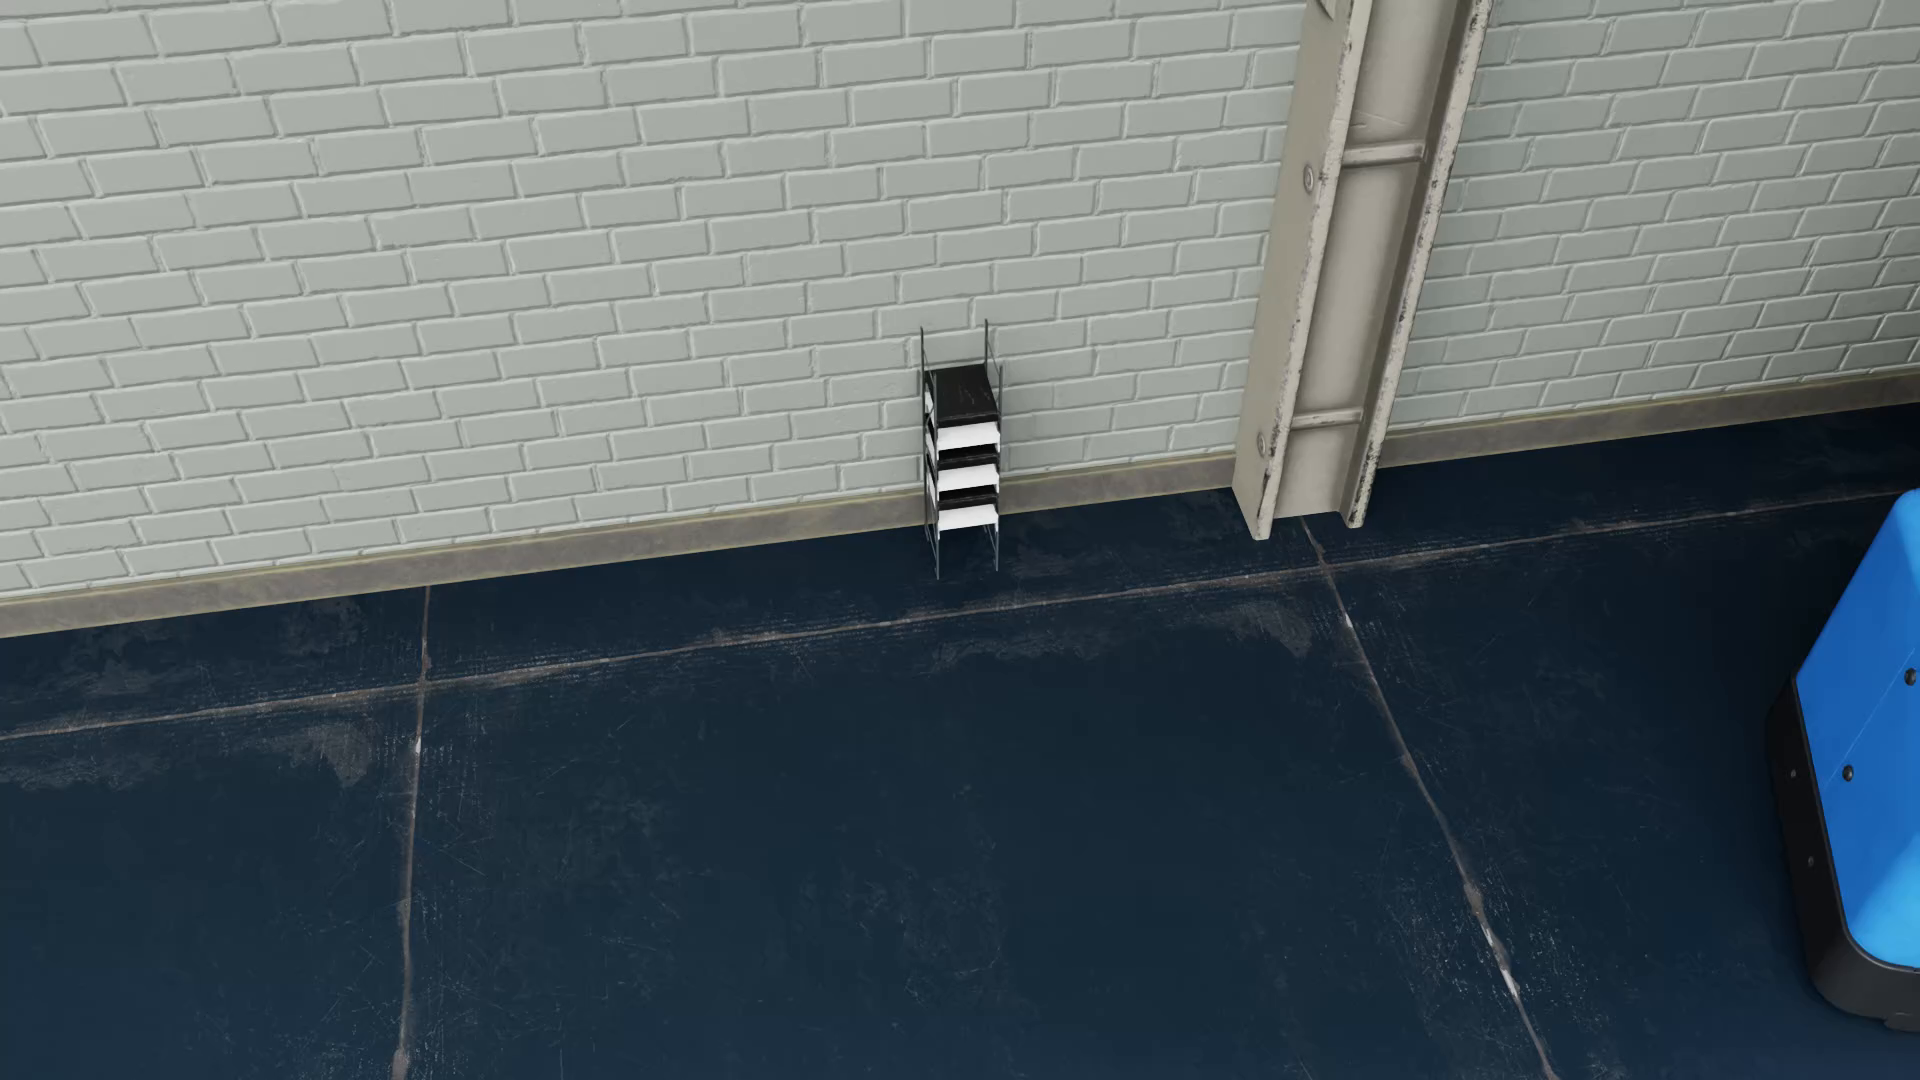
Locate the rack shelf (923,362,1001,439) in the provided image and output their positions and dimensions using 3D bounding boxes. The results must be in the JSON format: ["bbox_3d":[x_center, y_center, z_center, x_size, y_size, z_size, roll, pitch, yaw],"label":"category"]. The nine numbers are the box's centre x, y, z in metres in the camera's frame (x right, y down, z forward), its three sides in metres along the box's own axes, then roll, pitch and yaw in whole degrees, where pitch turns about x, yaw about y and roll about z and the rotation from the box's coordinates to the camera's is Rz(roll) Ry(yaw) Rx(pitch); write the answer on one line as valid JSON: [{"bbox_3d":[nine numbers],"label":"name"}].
[{"bbox_3d":[0.003,-0.440,5.221,0.200,0.077,0.258,-8,47,-8],"label":"rack shelf"}]

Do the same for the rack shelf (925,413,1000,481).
[{"bbox_3d":[0.003,-0.316,5.350,0.200,0.077,0.258,-8,47,-8],"label":"rack shelf"}]

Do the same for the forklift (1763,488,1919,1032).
[{"bbox_3d":[3.871,0.112,3.607,3.031,2.935,1.130,8,47,7],"label":"forklift"}]

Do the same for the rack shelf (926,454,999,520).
[{"bbox_3d":[0.003,-0.191,5.480,0.200,0.077,0.258,-8,47,-8],"label":"rack shelf"}]

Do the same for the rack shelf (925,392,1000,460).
[{"bbox_3d":[0.003,-0.378,5.285,0.200,0.077,0.258,-8,47,-8],"label":"rack shelf"}]

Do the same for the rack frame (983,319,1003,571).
[{"bbox_3d":[0.103,-0.291,5.405,0.006,0.900,0.240,-8,47,-8],"label":"rack frame"}]

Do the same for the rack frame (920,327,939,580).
[{"bbox_3d":[-0.097,-0.263,5.378,0.006,0.900,0.240,-8,47,-8],"label":"rack frame"}]

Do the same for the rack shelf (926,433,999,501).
[{"bbox_3d":[0.003,-0.253,5.415,0.200,0.077,0.258,-8,47,-8],"label":"rack shelf"}]

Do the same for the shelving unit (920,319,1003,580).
[{"bbox_3d":[0.003,-0.277,5.391,0.210,0.900,0.258,-8,47,-8],"label":"shelving unit"}]

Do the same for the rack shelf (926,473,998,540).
[{"bbox_3d":[0.003,-0.129,5.545,0.200,0.077,0.258,-8,47,-8],"label":"rack shelf"}]
